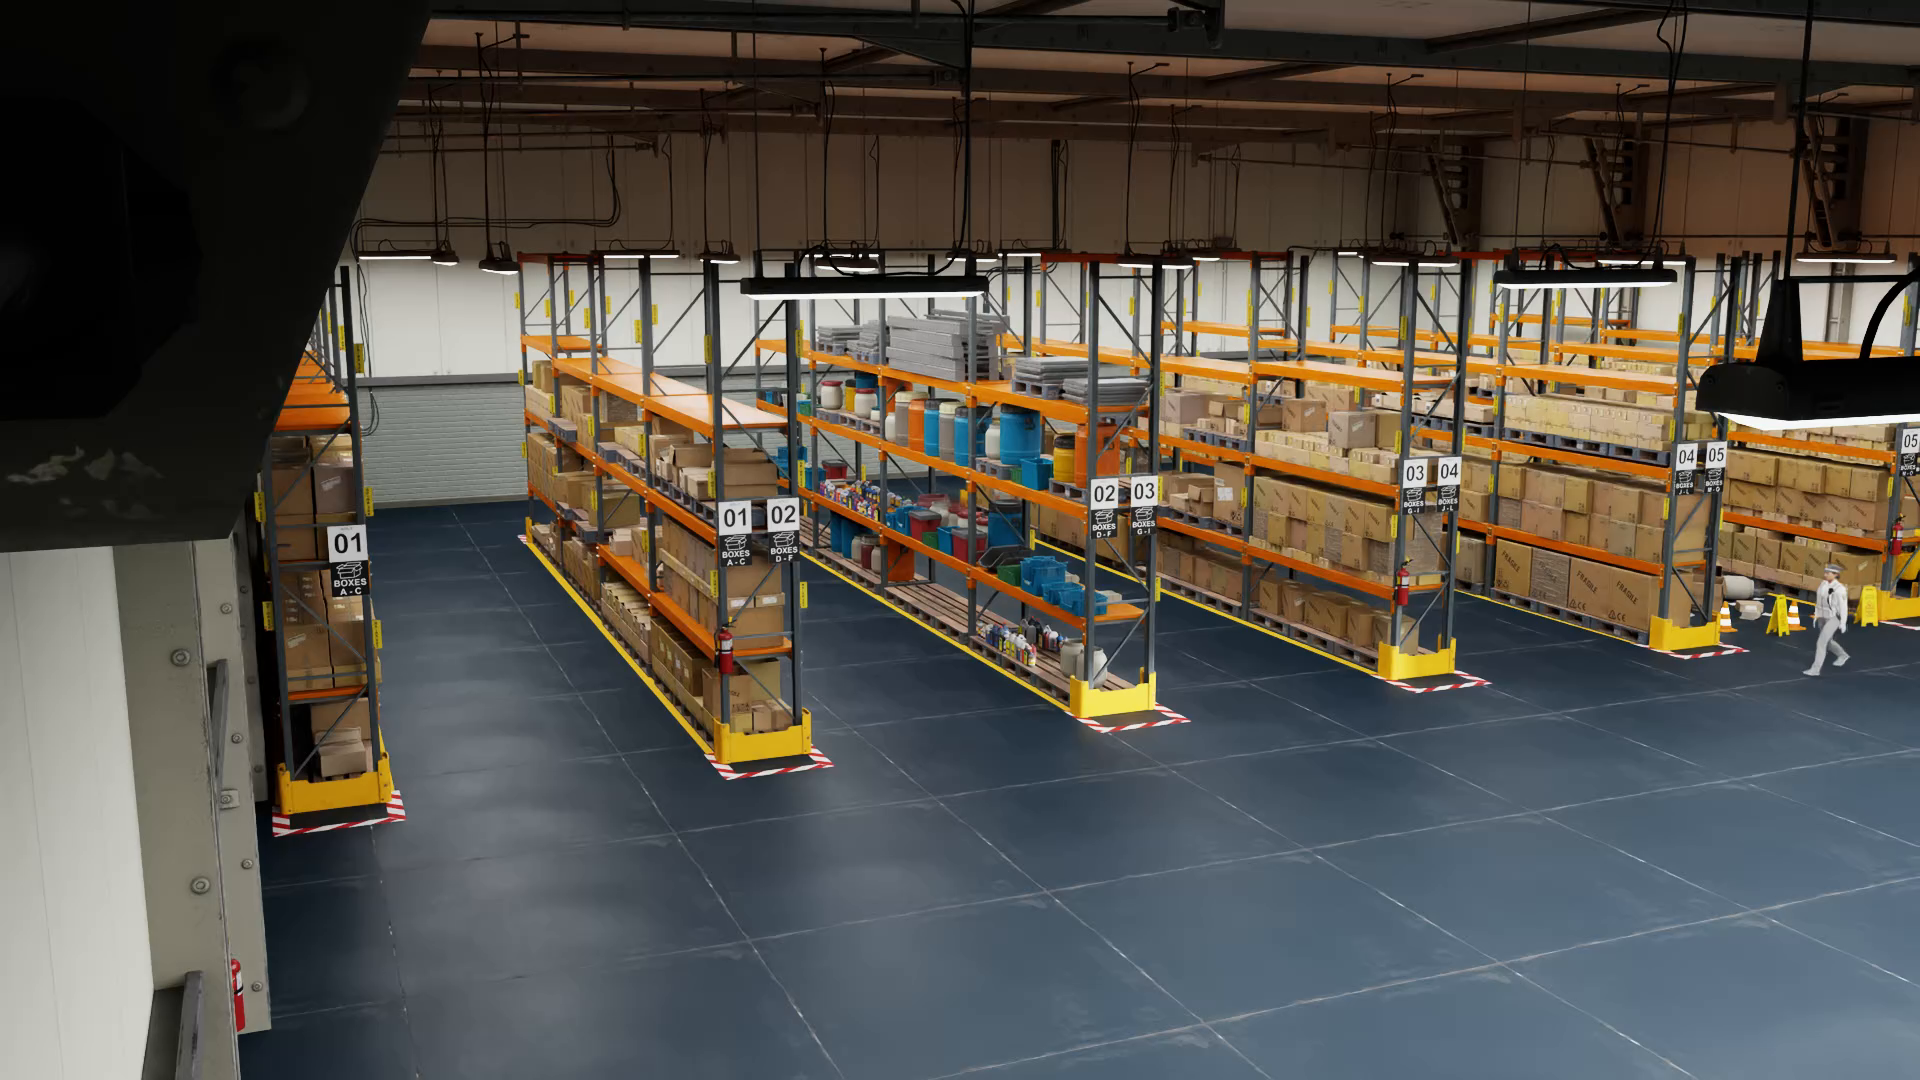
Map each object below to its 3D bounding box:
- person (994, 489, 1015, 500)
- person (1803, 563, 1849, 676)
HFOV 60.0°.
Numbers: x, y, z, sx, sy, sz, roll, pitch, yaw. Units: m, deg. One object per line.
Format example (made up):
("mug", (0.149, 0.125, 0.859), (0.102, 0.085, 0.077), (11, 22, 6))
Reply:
("person", (0.944, -0.603, 33.717), (0.513, 1.669, 0.498), (-6, 12, -28))
("person", (12.697, 1.136, 24.210), (0.970, 1.637, 0.487), (-4, 11, -19))
